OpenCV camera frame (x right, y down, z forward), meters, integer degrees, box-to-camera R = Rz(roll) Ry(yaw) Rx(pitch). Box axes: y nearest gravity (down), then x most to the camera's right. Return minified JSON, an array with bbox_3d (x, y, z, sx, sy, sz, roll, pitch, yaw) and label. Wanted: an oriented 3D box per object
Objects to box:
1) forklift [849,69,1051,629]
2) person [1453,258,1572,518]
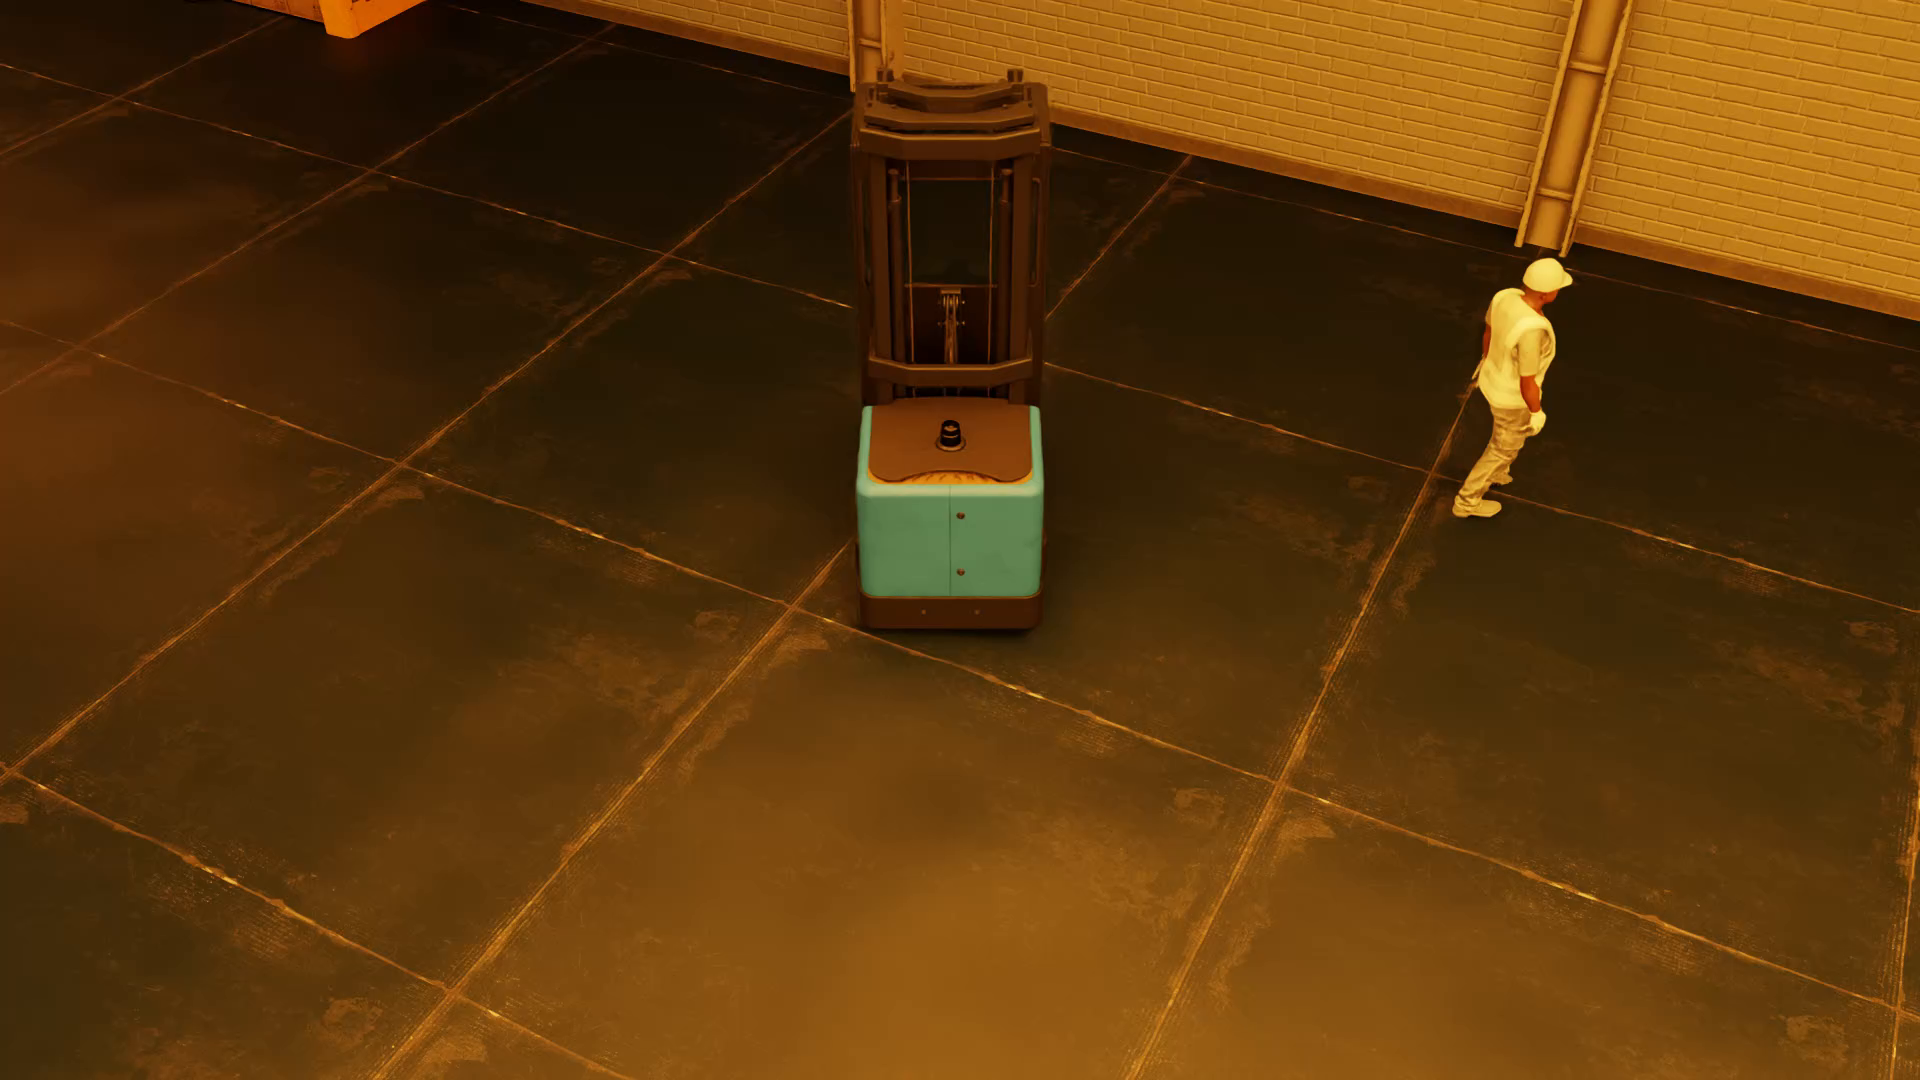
[{"bbox_3d":[-0.052,-1.530,9.804,1.130,2.935,3.031,0,40,0],"label":"forklift"},{"bbox_3d":[3.356,-0.887,9.995,0.530,1.824,0.654,-3,40,-3],"label":"person"}]
